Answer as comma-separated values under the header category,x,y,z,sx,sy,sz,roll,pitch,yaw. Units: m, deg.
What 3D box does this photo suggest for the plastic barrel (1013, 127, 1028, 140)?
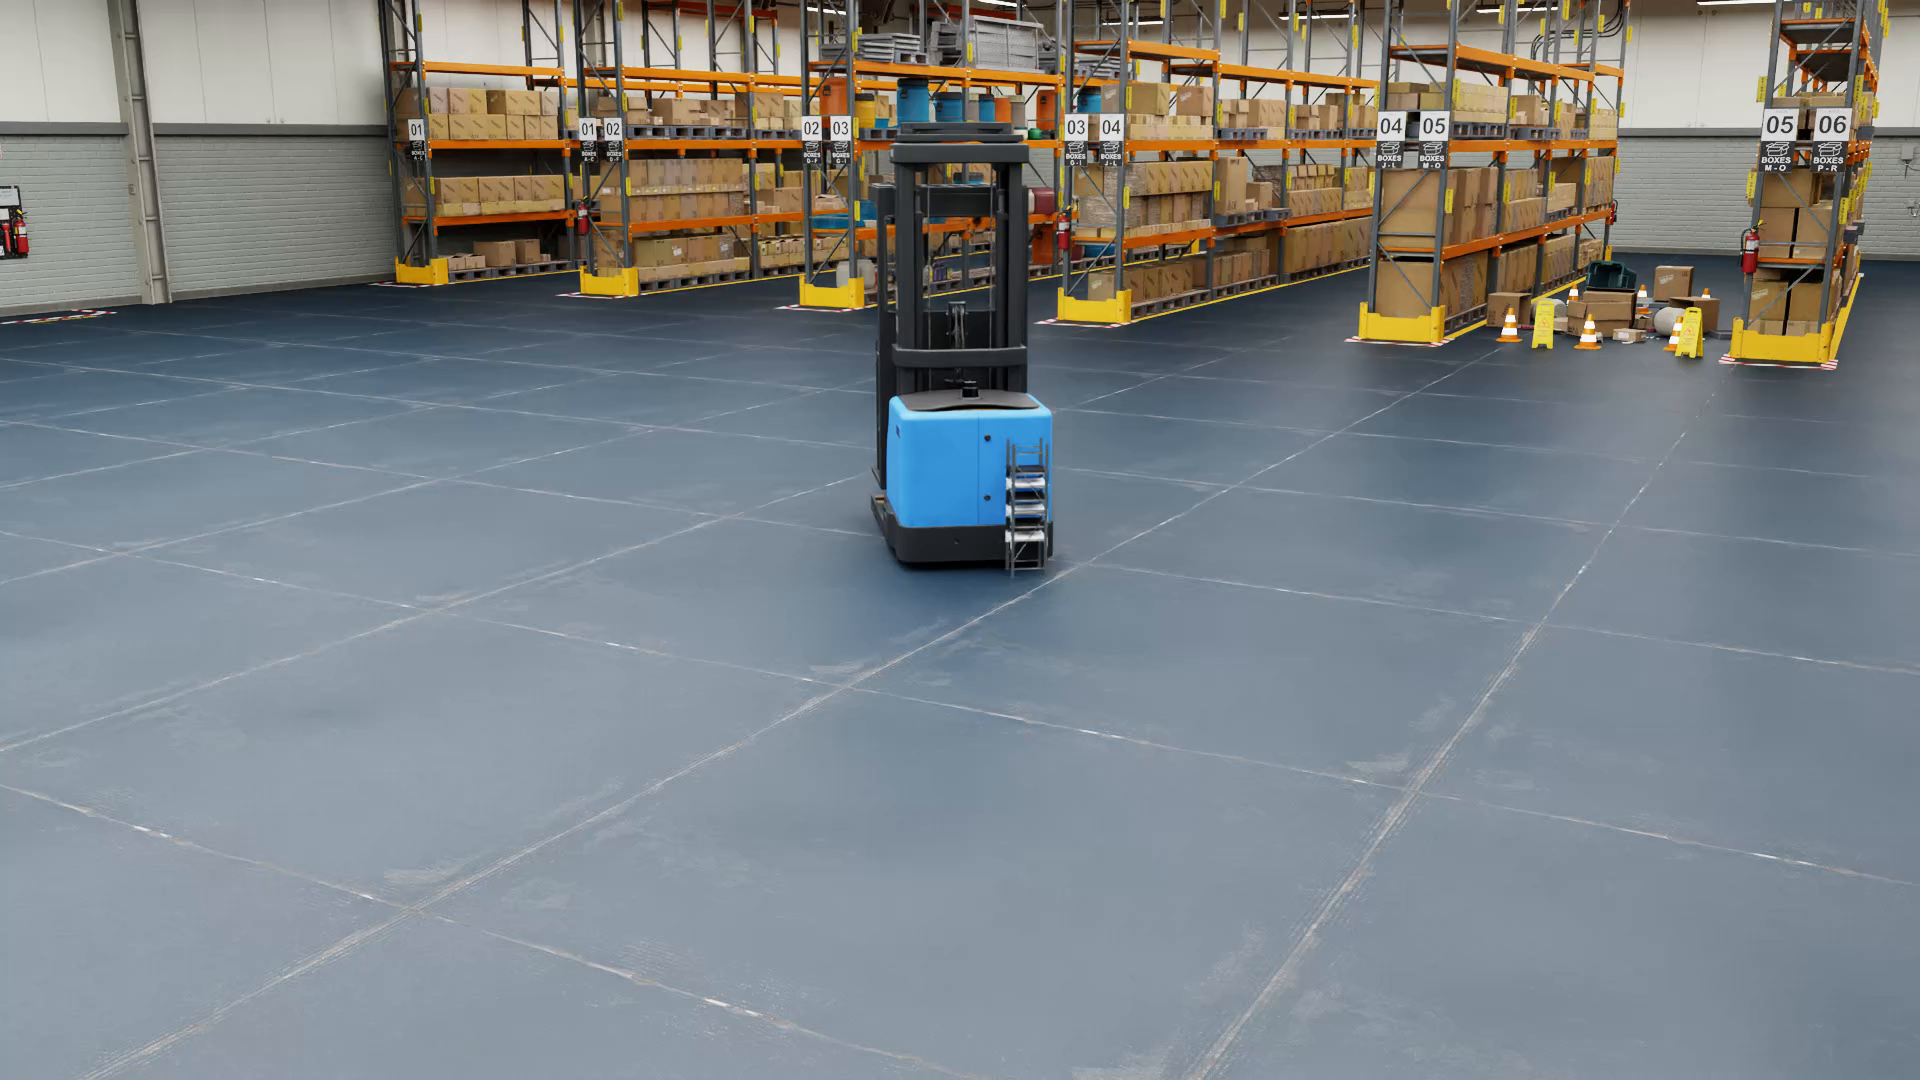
category,x,y,z,sx,sy,sz,roll,pitch,yaw
plastic barrel,1.229,-8.267,33.820,0.301,0.262,0.301,0,14,0

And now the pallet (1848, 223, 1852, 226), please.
category,x,y,z,sx,sy,sz,roll,pitch,yaw
pallet,13.729,-4.976,26.681,1.003,0.211,1.213,7,15,28

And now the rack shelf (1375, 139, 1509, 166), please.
category,x,y,z,sx,sy,sz,roll,pitch,yaw
rack shelf,7.367,-5.897,25.229,1.077,0.370,4.000,7,15,28

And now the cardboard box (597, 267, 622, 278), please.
category,x,y,z,sx,sy,sz,roll,pitch,yaw
cardboard box,-6.562,-5.095,31.739,0.500,0.250,0.500,7,15,28

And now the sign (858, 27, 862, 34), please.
category,x,y,z,sx,sy,sz,roll,pitch,yaw
sign,-2.208,-11.111,36.590,0.100,0.325,0.005,7,15,28

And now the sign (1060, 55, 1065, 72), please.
category,x,y,z,sx,sy,sz,roll,pitch,yaw
sign,2.124,-9.862,34.430,0.100,0.325,0.005,7,15,28

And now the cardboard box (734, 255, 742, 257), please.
category,x,y,z,sx,sy,sz,roll,pitch,yaw
cardboard box,-4.682,-5.890,35.037,0.500,0.250,0.500,7,15,27

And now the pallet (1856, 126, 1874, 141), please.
category,x,y,z,sx,sy,sz,roll,pitch,yaw
pallet,13.108,-6.140,25.104,1.213,0.211,1.003,7,15,28

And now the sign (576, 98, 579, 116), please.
category,x,y,z,sx,sy,sz,roll,pitch,yaw
sign,-7.031,-7.999,30.691,0.100,0.325,0.005,7,15,28

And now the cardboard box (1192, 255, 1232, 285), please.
category,x,y,z,sx,sy,sz,roll,pitch,yaw
cardboard box,4.604,-5.000,30.766,0.700,0.500,0.500,7,15,28

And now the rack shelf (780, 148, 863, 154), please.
category,x,y,z,sx,sy,sz,roll,pitch,yaw
rack shelf,-4.133,-10.625,44.842,1.077,0.370,4.000,7,15,28

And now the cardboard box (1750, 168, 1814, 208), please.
category,x,y,z,sx,sy,sz,roll,pitch,yaw
cardboard box,10.838,-4.647,21.928,0.700,0.500,0.500,7,15,27

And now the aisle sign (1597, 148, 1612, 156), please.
category,x,y,z,sx,sy,sz,roll,pitch,yaw
aisle sign,14.433,-8.906,37.027,0.394,0.787,0.004,7,15,28

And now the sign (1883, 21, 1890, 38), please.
category,x,y,z,sx,sy,sz,roll,pitch,yaw
sign,18.985,-10.466,34.081,0.100,0.325,0.005,7,15,28

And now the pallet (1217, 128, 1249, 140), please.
category,x,y,z,sx,sy,sz,roll,pitch,yaw
pallet,4.433,-7.263,29.761,1.213,0.211,1.003,7,15,28

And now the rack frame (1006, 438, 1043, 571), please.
category,x,y,z,sx,sy,sz,roll,pitch,yaw
rack frame,0.426,-0.236,11.086,0.240,0.900,0.006,-2,14,-8

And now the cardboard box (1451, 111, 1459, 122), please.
category,x,y,z,sx,sy,sz,roll,pitch,yaw
cardboard box,6.847,-6.001,23.553,0.380,0.149,0.250,8,15,28

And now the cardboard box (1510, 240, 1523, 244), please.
category,x,y,z,sx,sy,sz,roll,pitch,yaw
cardboard box,10.369,-5.543,31.464,0.500,0.250,0.500,7,15,27

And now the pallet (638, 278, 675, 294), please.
category,x,y,z,sx,sy,sz,roll,pitch,yaw
pallet,-6.230,-4.890,31.868,1.003,0.211,1.213,7,15,28

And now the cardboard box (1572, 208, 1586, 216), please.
category,x,y,z,sx,sy,sz,roll,pitch,yaw
cardboard box,12.625,-6.739,34.123,0.380,0.149,0.250,8,16,30

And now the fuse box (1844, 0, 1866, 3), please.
category,x,y,z,sx,sy,sz,roll,pitch,yaw
fuse box,20.988,-12.775,38.998,0.513,0.334,0.176,7,15,28

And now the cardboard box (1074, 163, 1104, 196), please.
category,x,y,z,sx,sy,sz,roll,pitch,yaw
cardboard box,2.157,-5.781,26.632,0.500,0.500,0.500,7,15,28

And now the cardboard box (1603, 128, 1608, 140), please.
category,x,y,z,sx,sy,sz,roll,pitch,yaw
cardboard box,13.415,-8.606,35.250,0.500,0.250,0.500,8,16,31

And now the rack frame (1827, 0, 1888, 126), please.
category,x,y,z,sx,sy,sz,roll,pitch,yaw
rack frame,18.517,-10.037,34.467,1.000,3.000,0.127,7,15,28

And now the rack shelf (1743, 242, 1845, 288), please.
category,x,y,z,sx,sy,sz,roll,pitch,yaw
rack shelf,11.749,-3.899,23.341,1.077,0.370,4.000,7,15,28

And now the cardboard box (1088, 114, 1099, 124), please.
category,x,y,z,sx,sy,sz,roll,pitch,yaw
cardboard box,1.968,-6.633,26.214,0.380,0.149,0.250,7,15,28

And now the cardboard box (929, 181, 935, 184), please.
category,x,y,z,sx,sy,sz,roll,pitch,yaw
cardboard box,-0.745,-8.726,41.617,0.500,0.500,0.500,8,16,29

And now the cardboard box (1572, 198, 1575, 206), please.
category,x,y,z,sx,sy,sz,roll,pitch,yaw
cardboard box,12.183,-6.818,33.556,0.380,0.149,0.250,7,15,27

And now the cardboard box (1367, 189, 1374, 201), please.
category,x,y,z,sx,sy,sz,roll,pitch,yaw
cardboard box,9.349,-7.977,38.409,0.500,0.250,0.500,7,15,26

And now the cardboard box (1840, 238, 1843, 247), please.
category,x,y,z,sx,sy,sz,roll,pitch,yaw
cardboard box,12.713,-4.384,24.356,0.380,0.149,0.250,8,16,29

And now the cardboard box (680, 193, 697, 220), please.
category,x,y,z,sx,sy,sz,roll,pitch,yaw
cardboard box,-5.580,-6.545,32.569,0.700,0.500,0.500,8,16,30

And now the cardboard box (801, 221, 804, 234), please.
category,x,y,z,sx,sy,sz,roll,pitch,yaw
cardboard box,-4.403,-8.340,44.665,0.700,0.500,0.500,7,15,27

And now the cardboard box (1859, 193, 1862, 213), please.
category,x,y,z,sx,sy,sz,roll,pitch,yaw
cardboard box,17.286,-6.518,32.457,0.500,0.500,0.500,7,15,28

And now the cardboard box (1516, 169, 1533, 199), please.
category,x,y,z,sx,sy,sz,roll,pitch,yaw
cardboard box,9.799,-6.359,29.665,0.700,0.500,0.500,7,15,27

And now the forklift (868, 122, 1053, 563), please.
category,x,y,z,sx,sy,sz,roll,pitch,yaw
forklift,-0.087,-1.569,12.289,1.130,2.935,3.031,-2,14,-8

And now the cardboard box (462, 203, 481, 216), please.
category,x,y,z,sx,sy,sz,roll,pitch,yaw
cardboard box,-10.148,-6.754,33.925,0.500,0.250,0.500,7,15,26

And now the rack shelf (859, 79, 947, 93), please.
category,x,y,z,sx,sy,sz,roll,pitch,yaw
rack shelf,-1.728,-10.508,38.808,1.077,0.370,4.000,7,15,28

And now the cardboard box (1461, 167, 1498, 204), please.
category,x,y,z,sx,sy,sz,roll,pitch,yaw
cardboard box,7.962,-5.599,26.234,0.875,0.550,0.550,7,15,28

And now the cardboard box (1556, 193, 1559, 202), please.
category,x,y,z,sx,sy,sz,roll,pitch,yaw
cardboard box,11.299,-6.587,31.962,0.380,0.149,0.250,7,15,28

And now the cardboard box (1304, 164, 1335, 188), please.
category,x,y,z,sx,sy,sz,roll,pitch,yaw
cardboard box,7.607,-7.827,35.747,0.797,0.503,0.637,7,15,27

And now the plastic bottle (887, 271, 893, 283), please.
category,x,y,z,sx,sy,sz,roll,pitch,yaw
plastic bottle,-1.308,-4.909,31.028,0.097,0.201,0.097,0,14,0

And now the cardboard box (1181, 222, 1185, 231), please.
category,x,y,z,sx,sy,sz,roll,pitch,yaw
cardboard box,3.632,-5.387,28.515,0.380,0.149,0.250,7,15,28

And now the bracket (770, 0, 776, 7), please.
category,x,y,z,sx,sy,sz,roll,pitch,yaw
bracket,-5.007,-14.060,43.471,0.235,0.232,0.430,7,15,28

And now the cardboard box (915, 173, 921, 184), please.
category,x,y,z,sx,sy,sz,roll,pitch,yaw
cardboard box,-1.186,-8.727,40.723,0.700,0.500,0.500,2,14,9

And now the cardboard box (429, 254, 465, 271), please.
category,x,y,z,sx,sy,sz,roll,pitch,yaw
cardboard box,-10.488,-5.683,34.005,0.500,0.311,0.500,6,15,22

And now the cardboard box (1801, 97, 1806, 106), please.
category,x,y,z,sx,sy,sz,roll,pitch,yaw
cardboard box,10.846,-5.713,21.767,0.380,0.149,0.250,8,16,29

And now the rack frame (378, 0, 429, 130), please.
category,x,y,z,sx,sy,sz,roll,pitch,yaw
rack frame,-10.901,-9.561,32.492,1.000,3.000,0.127,7,15,28

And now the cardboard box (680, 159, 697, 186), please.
category,x,y,z,sx,sy,sz,roll,pitch,yaw
cardboard box,-5.566,-7.183,32.449,0.700,0.500,0.500,7,15,28

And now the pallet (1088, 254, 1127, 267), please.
category,x,y,z,sx,sy,sz,roll,pitch,yaw
pallet,3.163,-6.475,38.441,1.003,0.211,1.213,7,15,28

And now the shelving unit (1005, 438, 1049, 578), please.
category,x,y,z,sx,sy,sz,roll,pitch,yaw
shelving unit,0.441,-0.212,10.988,0.258,0.900,0.210,-2,14,-8

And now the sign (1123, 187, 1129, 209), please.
category,x,y,z,sx,sy,sz,roll,pitch,yaw
sign,2.582,-5.320,25.855,0.100,0.325,0.005,7,15,28

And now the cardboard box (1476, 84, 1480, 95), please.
category,x,y,z,sx,sy,sz,roll,pitch,yaw
cardboard box,7.456,-6.648,24.534,0.380,0.149,0.250,7,15,27

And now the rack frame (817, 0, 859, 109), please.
category,x,y,z,sx,sy,sz,roll,pitch,yaw
rack frame,-2.695,-10.642,36.975,1.000,3.000,0.127,7,15,28

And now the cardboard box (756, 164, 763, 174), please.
category,x,y,z,sx,sy,sz,roll,pitch,yaw
cardboard box,-5.357,-9.446,42.322,0.500,0.250,0.500,8,16,29
